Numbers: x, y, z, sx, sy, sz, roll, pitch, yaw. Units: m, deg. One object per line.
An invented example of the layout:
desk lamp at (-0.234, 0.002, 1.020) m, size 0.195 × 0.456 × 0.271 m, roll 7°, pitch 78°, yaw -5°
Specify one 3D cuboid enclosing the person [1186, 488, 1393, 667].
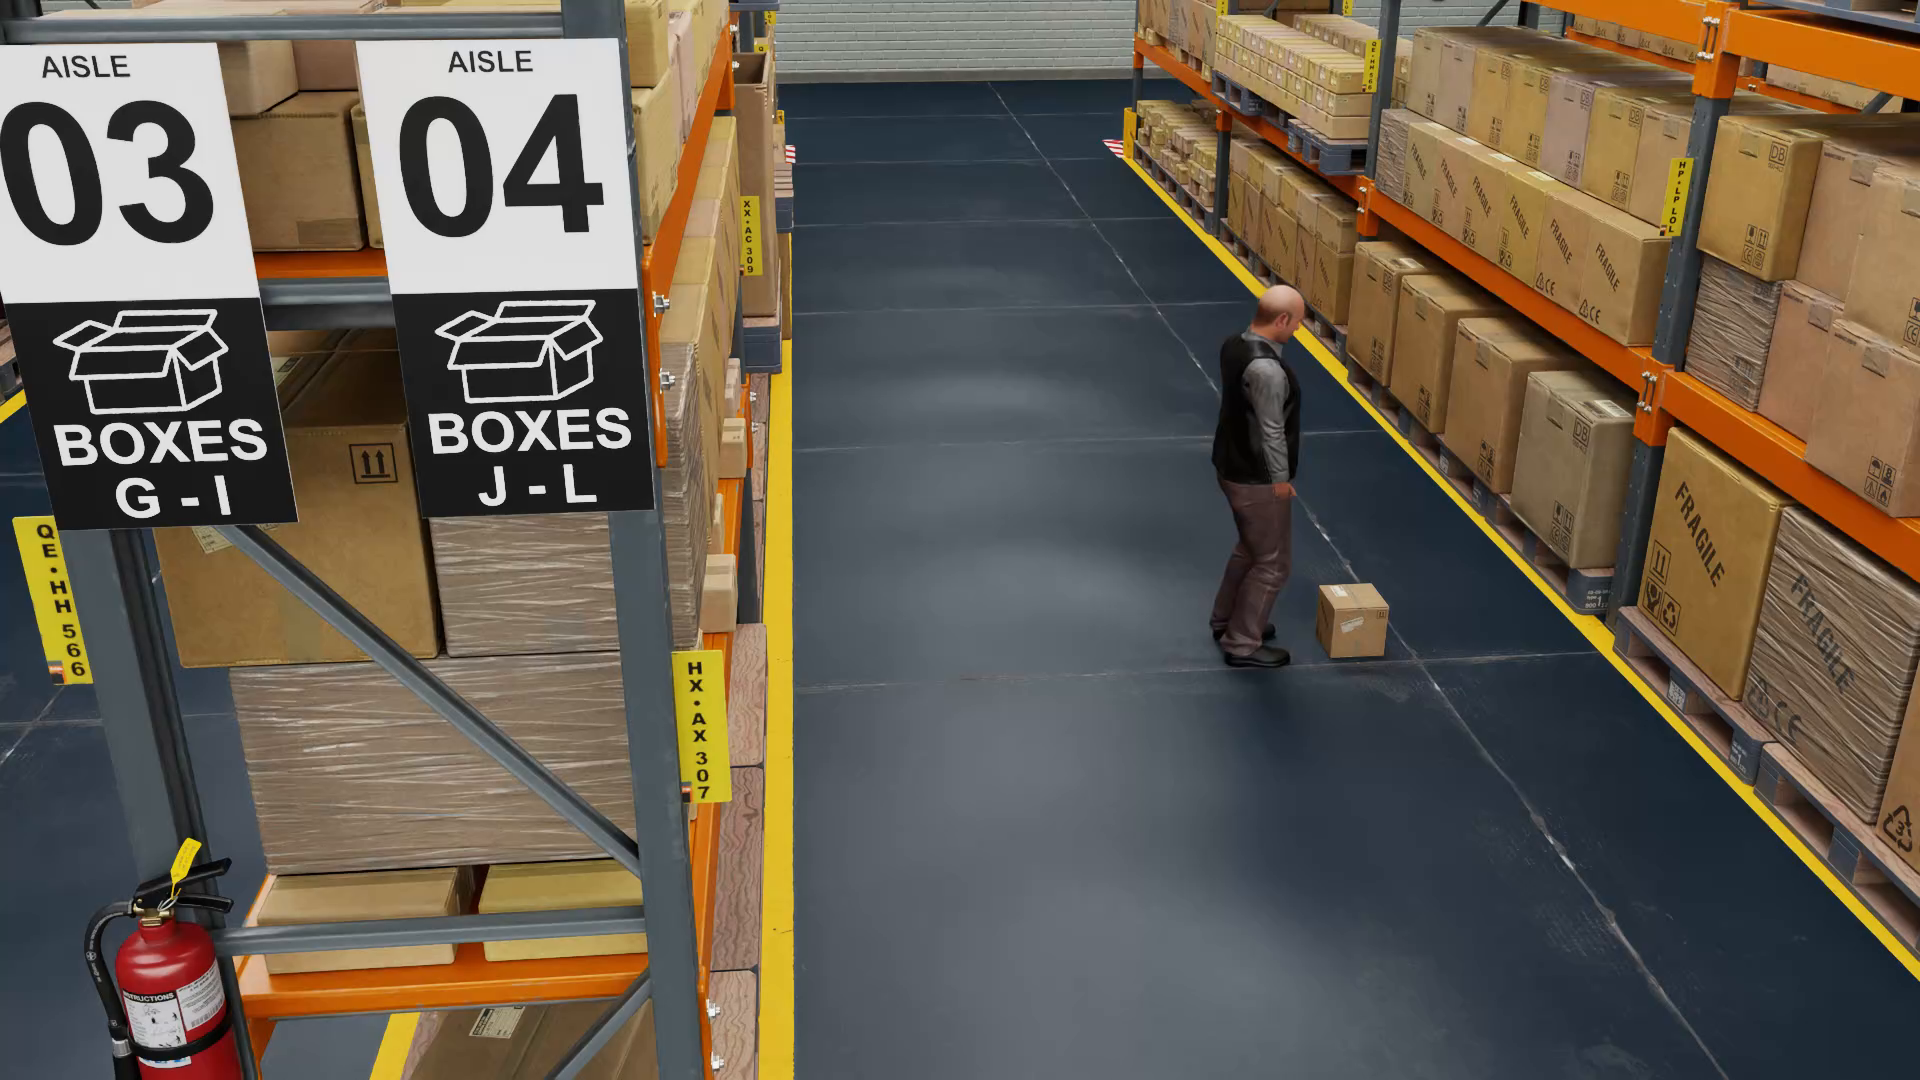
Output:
person at (1.487, 0.165, 7.515) m, size 0.928 × 0.806 × 0.513 m, roll -3°, pitch 24°, yaw -6°
